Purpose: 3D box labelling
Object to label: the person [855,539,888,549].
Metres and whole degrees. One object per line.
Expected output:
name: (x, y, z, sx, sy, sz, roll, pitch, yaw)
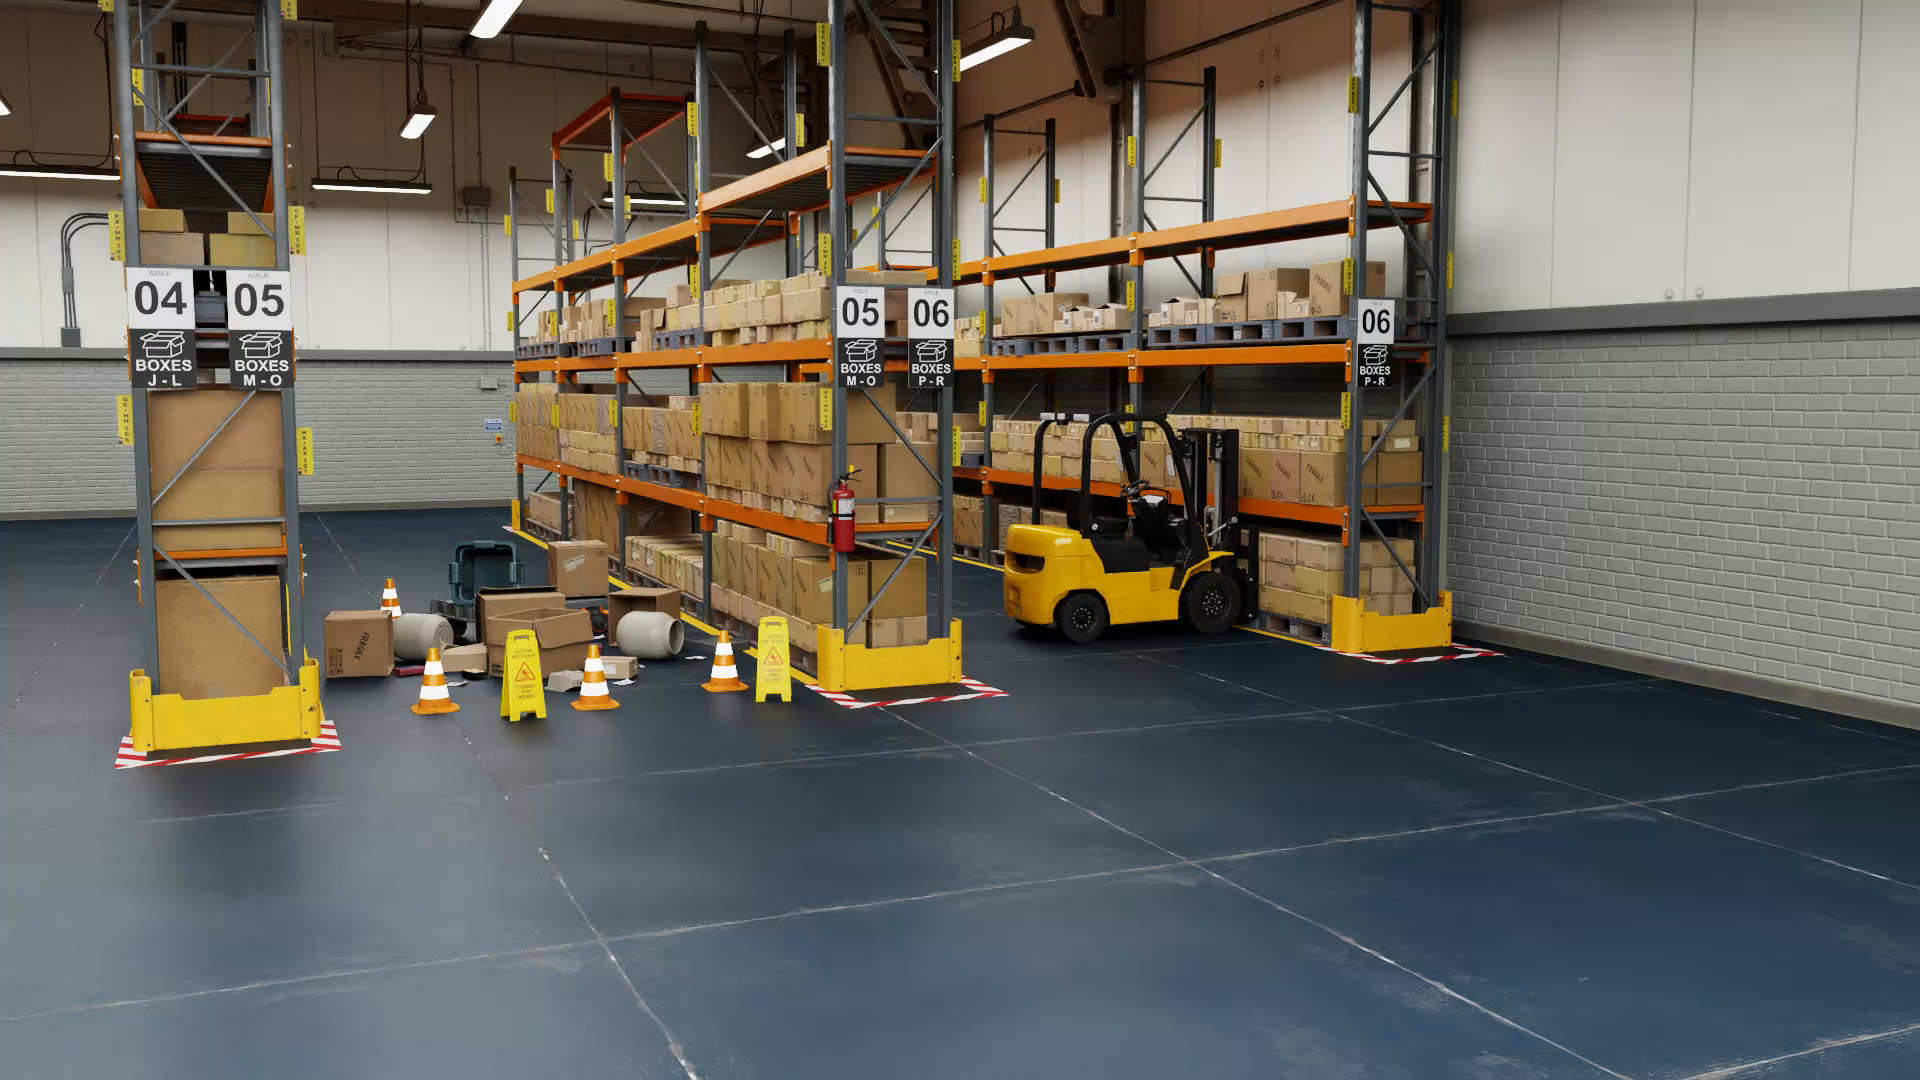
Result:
person: (-1.010, -0.143, 18.156, 0.588, 1.769, 0.464, -3, 6, -26)
